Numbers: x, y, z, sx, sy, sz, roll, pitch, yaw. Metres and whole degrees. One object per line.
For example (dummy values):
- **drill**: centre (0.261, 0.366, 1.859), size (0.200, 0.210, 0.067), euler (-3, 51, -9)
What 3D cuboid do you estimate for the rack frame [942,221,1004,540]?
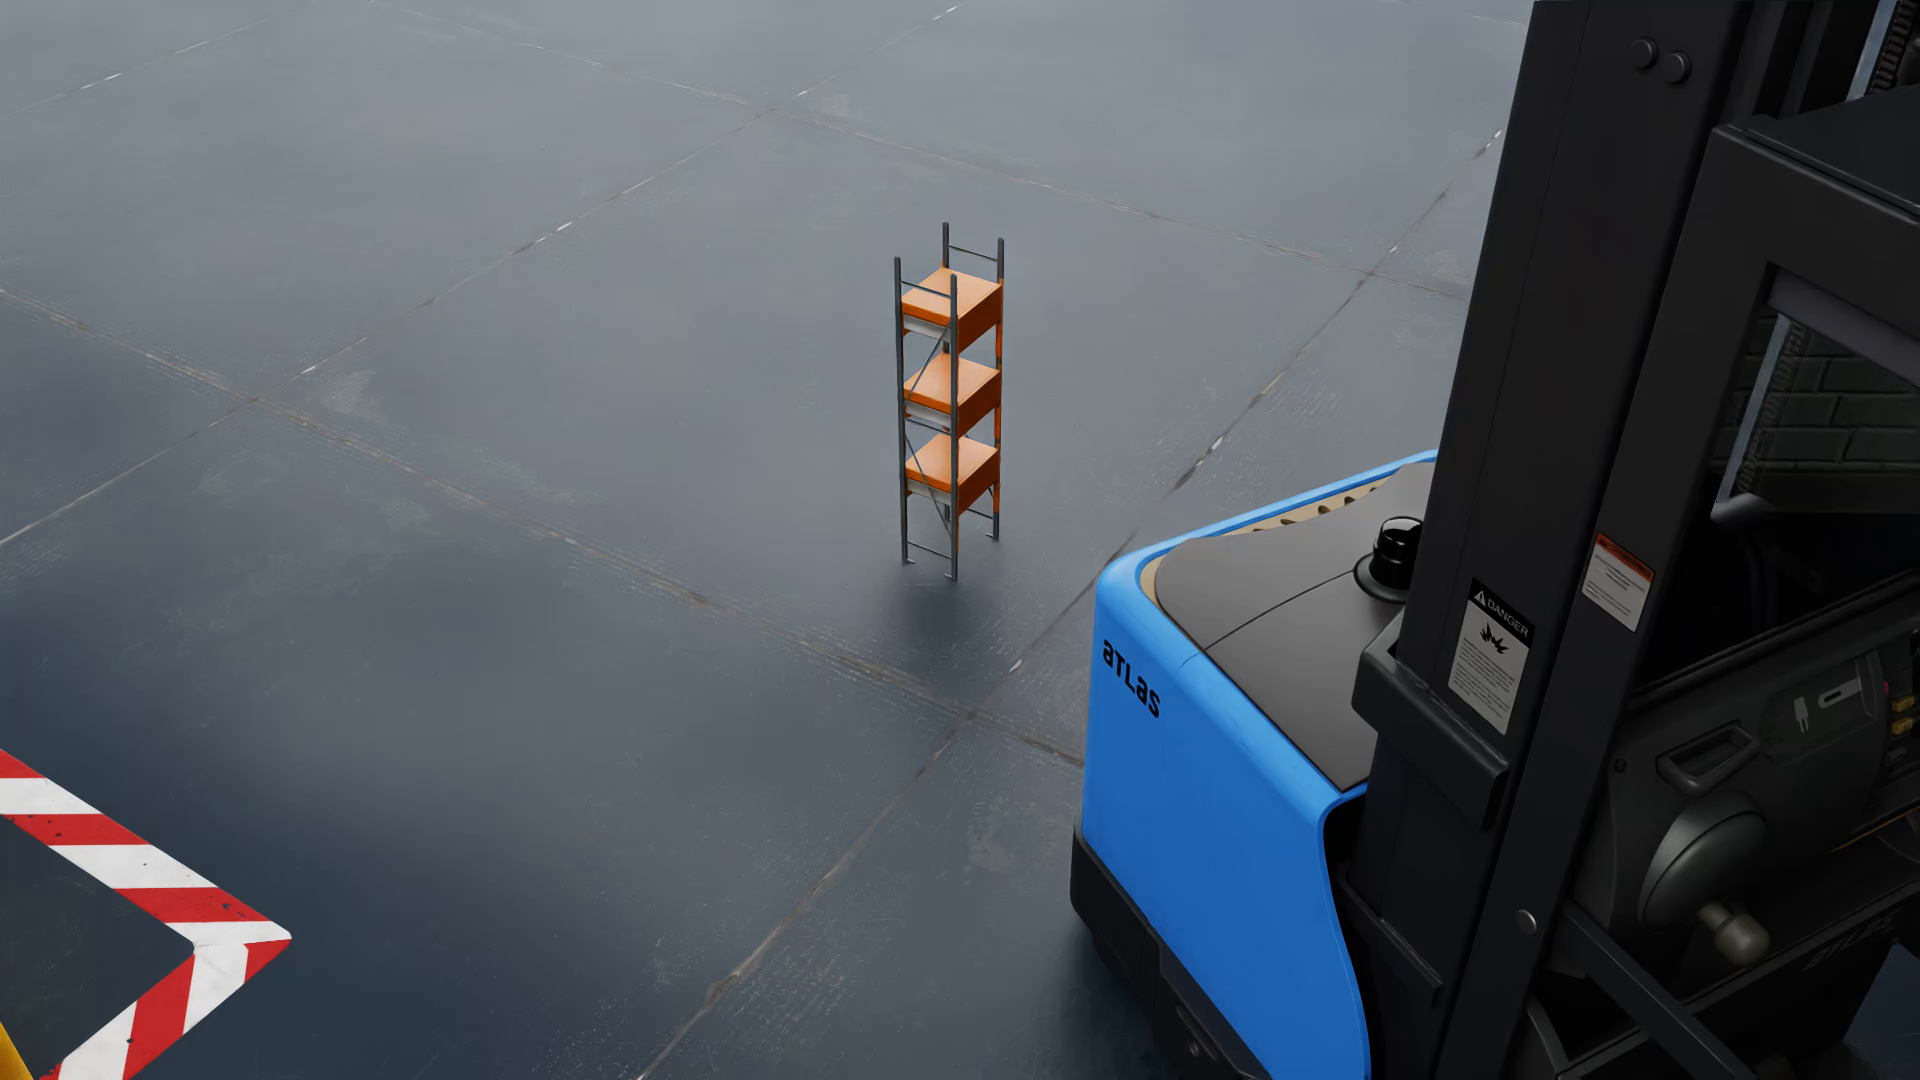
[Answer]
- **rack frame**: centre (0.037, -0.451, 4.975), size (0.200, 1.050, 0.008), euler (21, 42, 25)

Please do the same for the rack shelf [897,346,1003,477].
- **rack shelf**: centre (-0.029, -0.380, 4.900), size (0.215, 0.259, 0.240), euler (21, 42, 25)

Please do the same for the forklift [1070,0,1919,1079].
- **forklift**: centre (1.405, 0.392, 2.341), size (1.130, 2.935, 3.031), euler (-18, 41, -22)

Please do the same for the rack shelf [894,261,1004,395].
- **rack shelf**: centre (-0.029, -0.605, 4.727), size (0.215, 0.259, 0.240), euler (21, 42, 25)

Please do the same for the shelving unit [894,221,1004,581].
- **shelving unit**: centre (-0.029, -0.388, 4.894), size (0.215, 1.050, 0.252), euler (21, 42, 25)

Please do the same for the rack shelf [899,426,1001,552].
- **rack shelf**: centre (-0.029, -0.160, 5.070), size (0.215, 0.259, 0.240), euler (21, 42, 25)

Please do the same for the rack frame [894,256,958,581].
- **rack frame**: centre (-0.094, -0.325, 4.812), size (0.200, 1.050, 0.008), euler (21, 42, 25)
